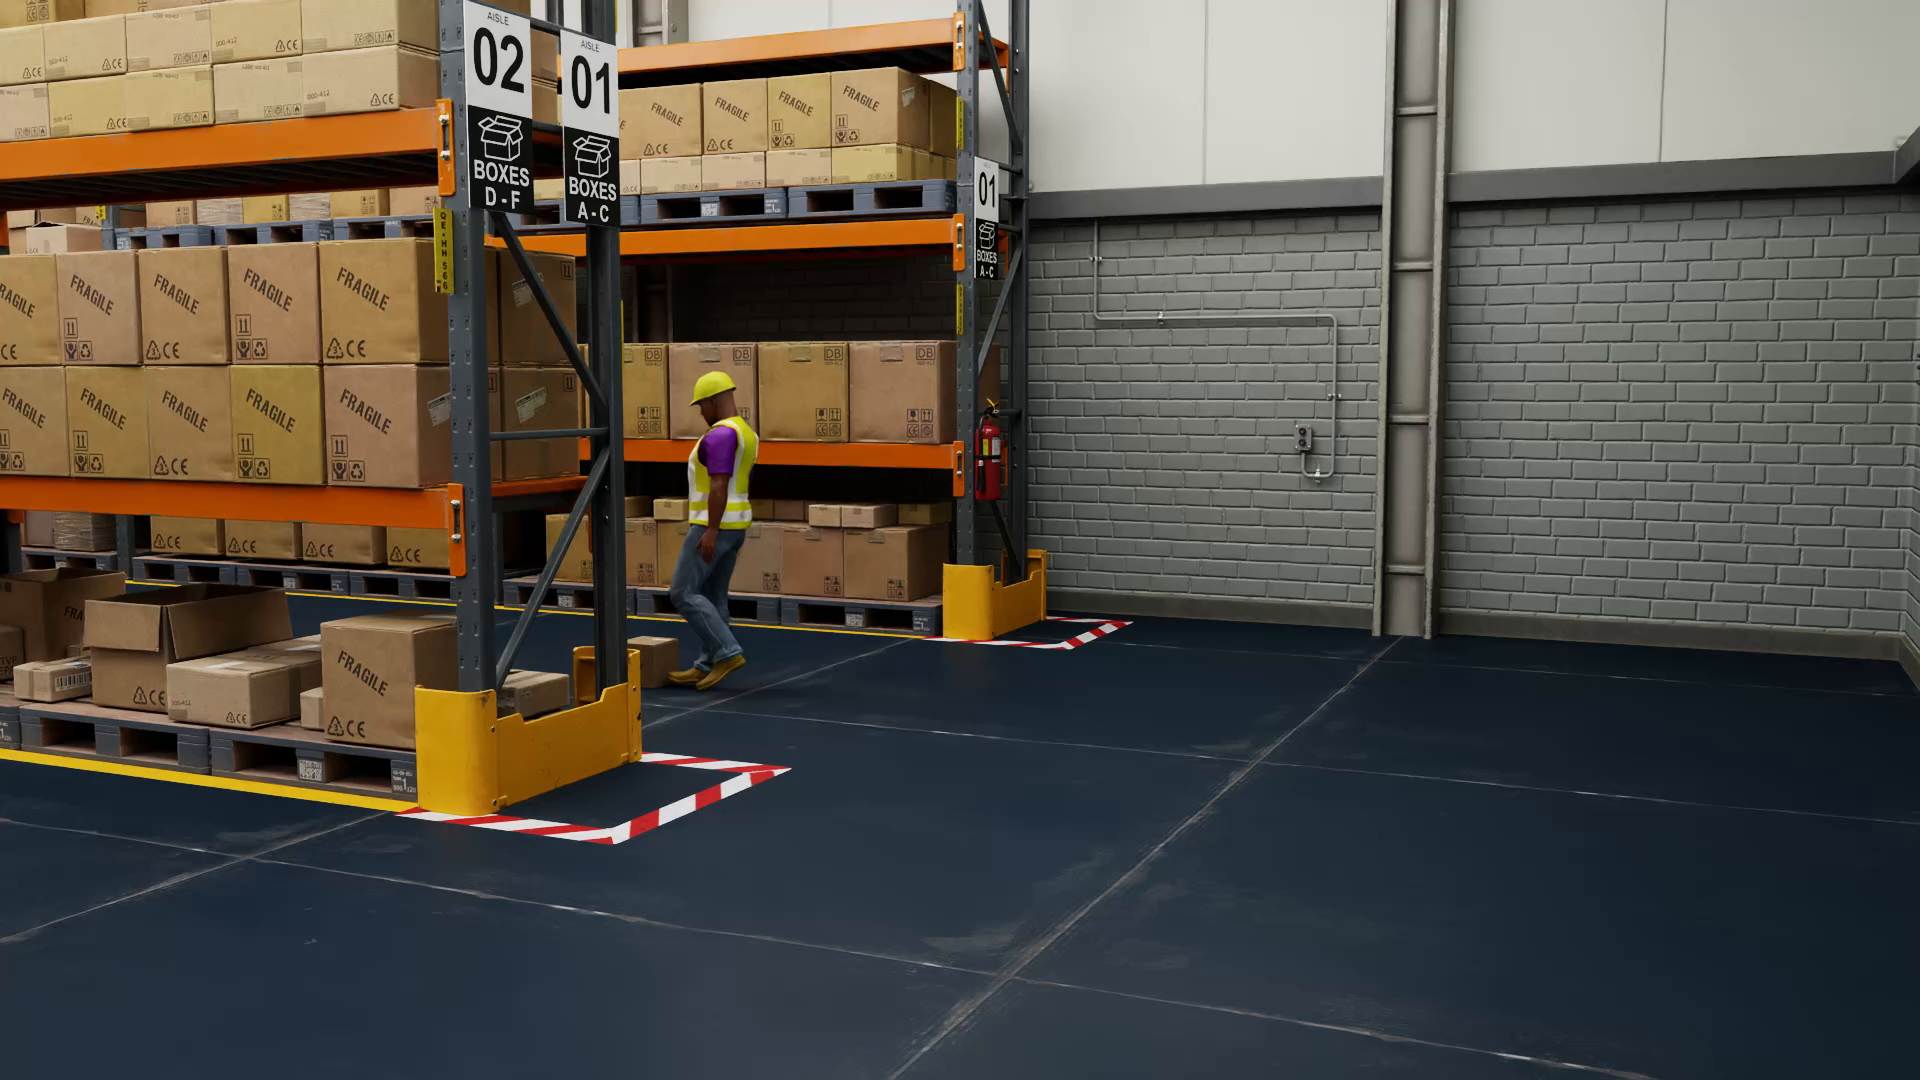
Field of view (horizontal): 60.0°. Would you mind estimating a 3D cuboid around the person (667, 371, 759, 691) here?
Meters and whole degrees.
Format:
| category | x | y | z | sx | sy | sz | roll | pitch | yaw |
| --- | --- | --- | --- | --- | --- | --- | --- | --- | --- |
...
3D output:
| category | x | y | z | sx | sy | sz | roll | pitch | yaw |
| --- | --- | --- | --- | --- | --- | --- | --- | --- | --- |
| person | -1.412 | -0.056 | 9.282 | 0.532 | 1.763 | 0.611 | 1 | 6 | 10 |
